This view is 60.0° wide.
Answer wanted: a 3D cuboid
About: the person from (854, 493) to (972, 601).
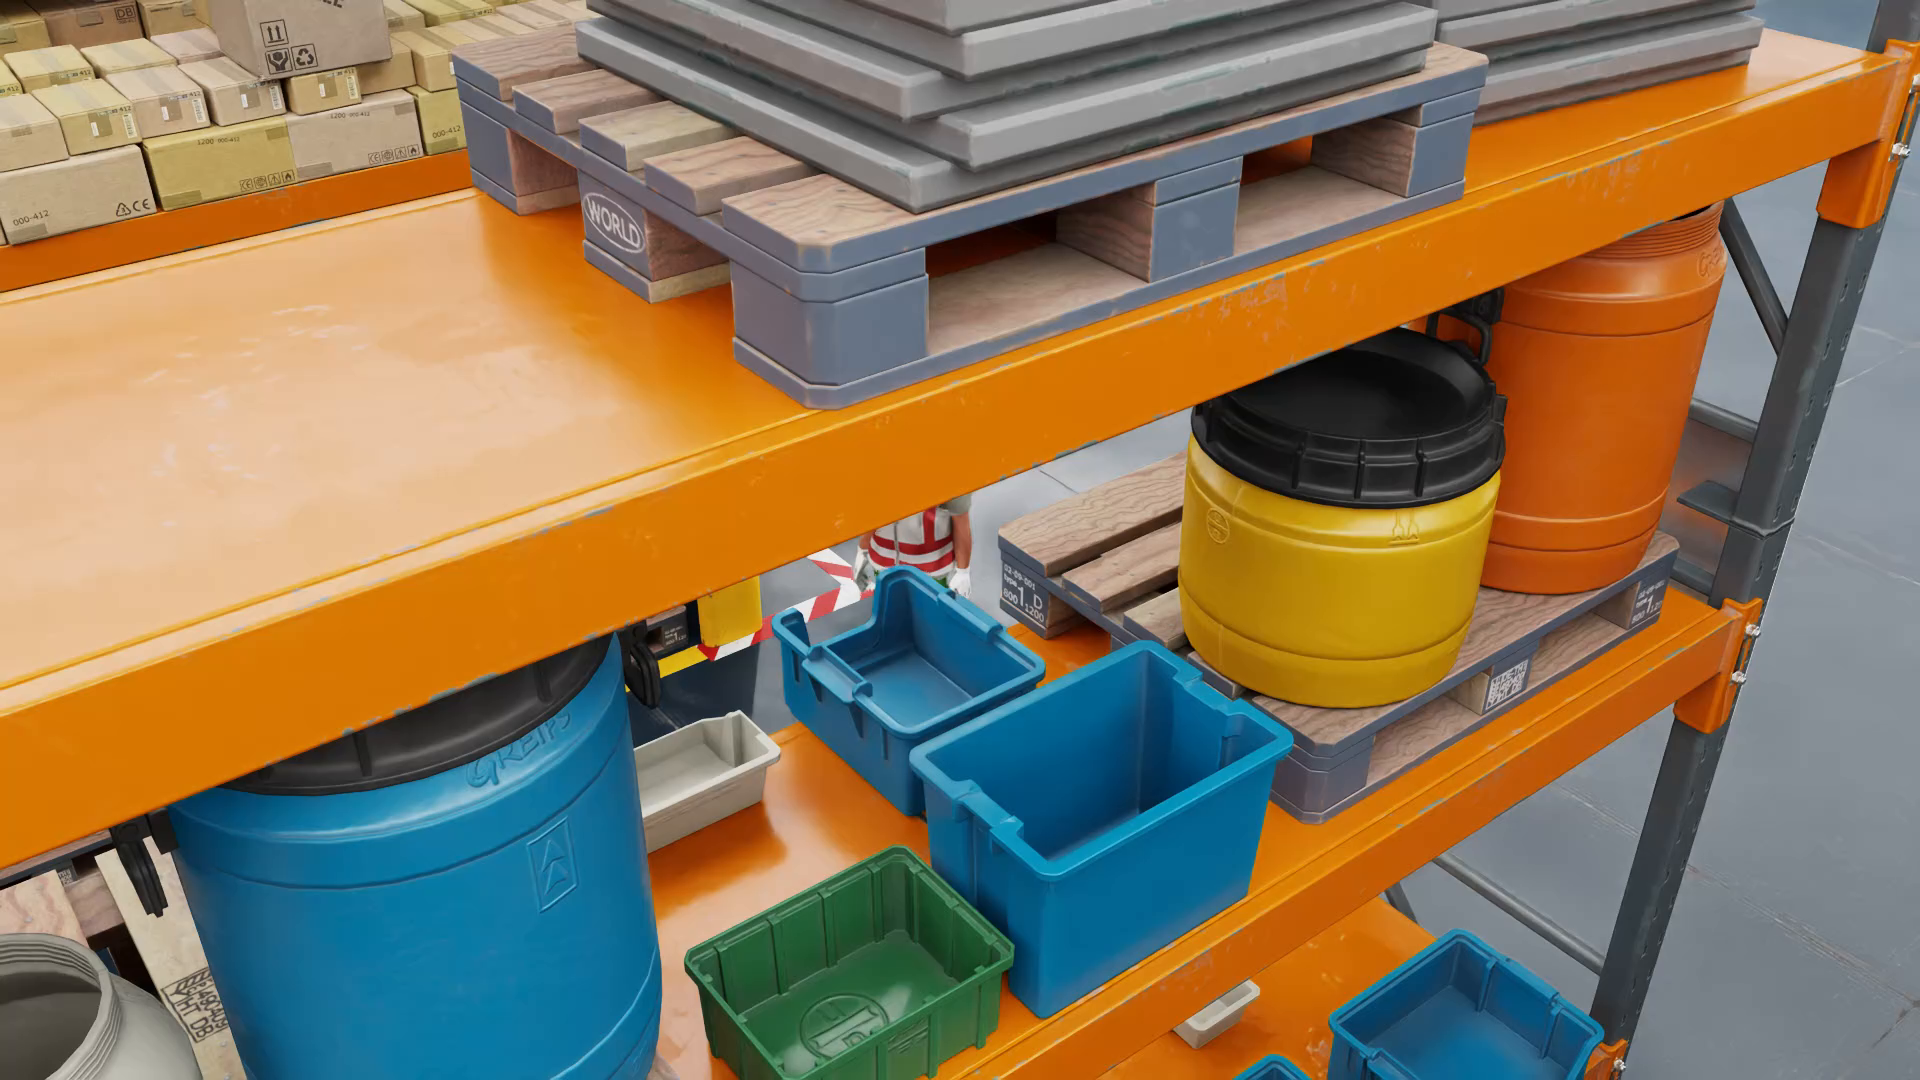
[{"bbox_3d":[-0.233,0.162,7.541,0.580,1.827,0.398,14,34,21],"label":"person"}]
